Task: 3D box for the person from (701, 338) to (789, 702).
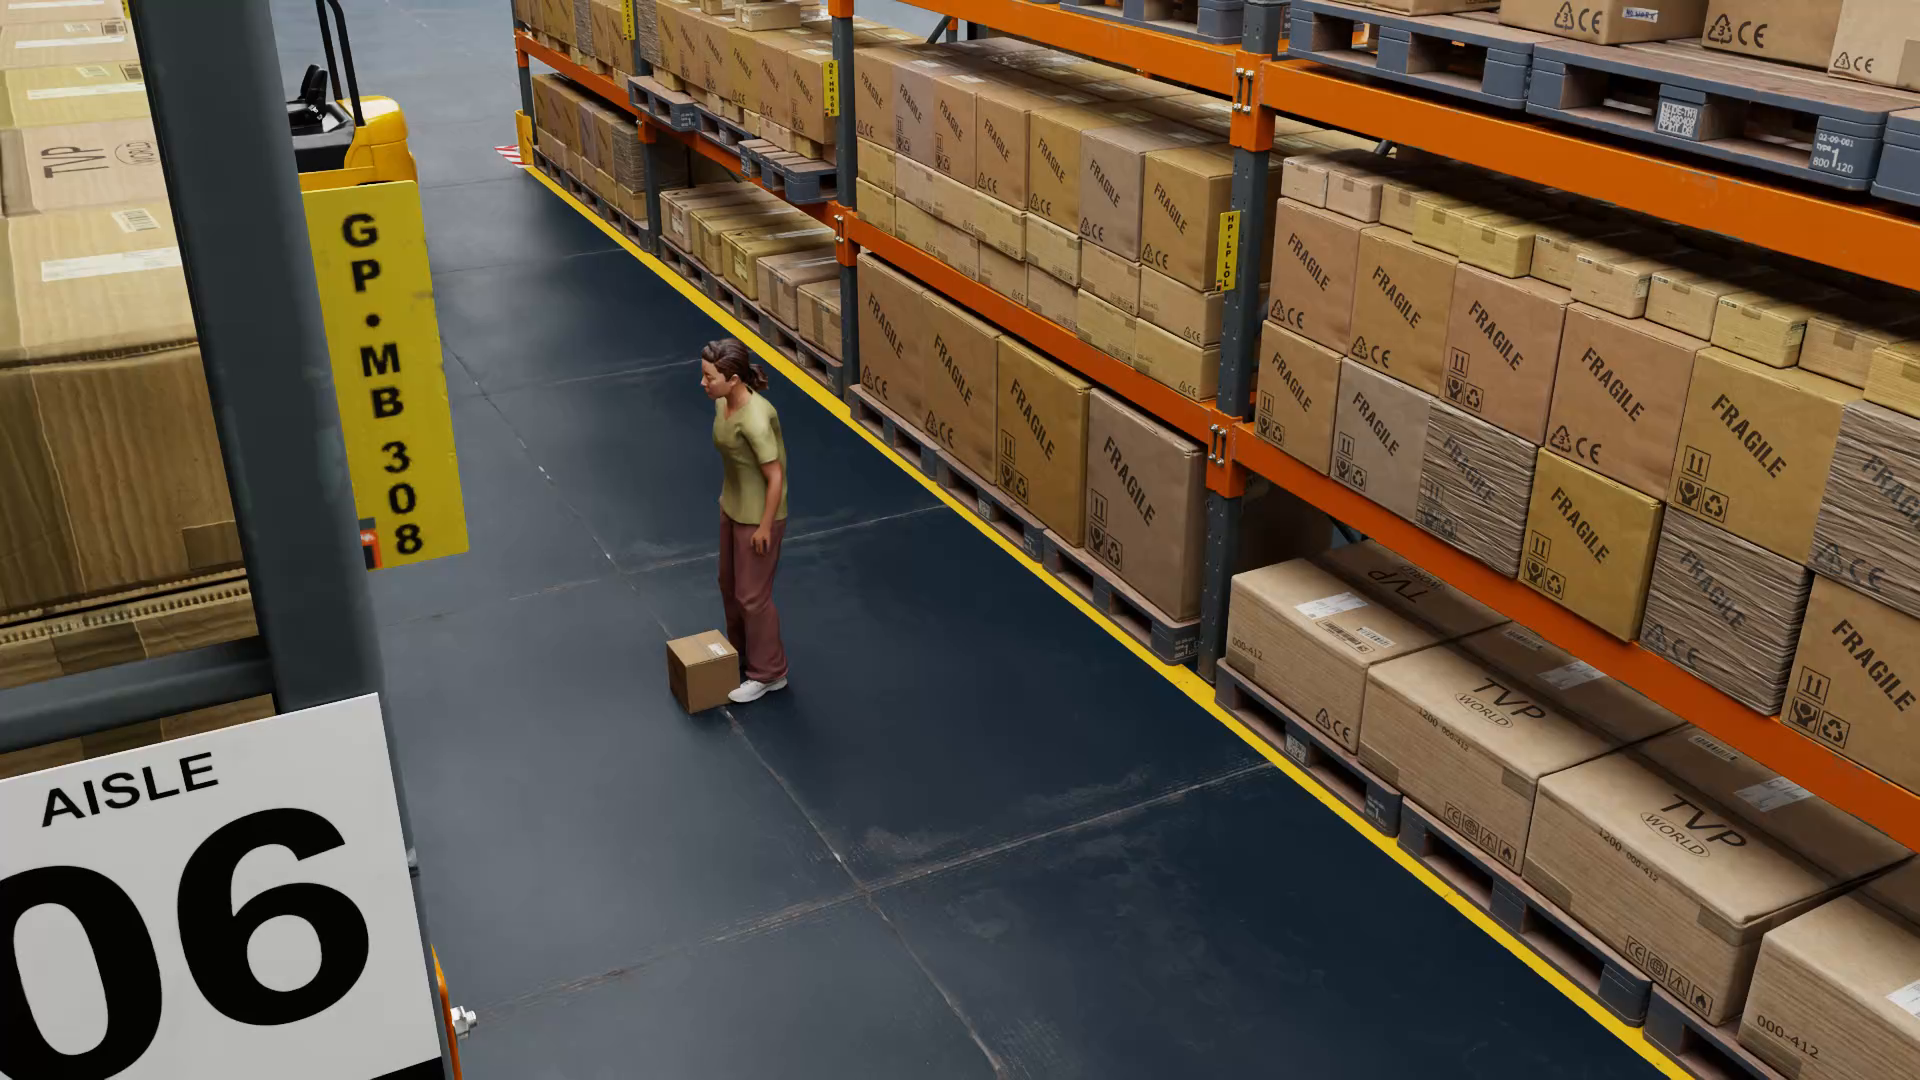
[{"bbox_3d":[-0.948,-0.103,7.327,0.365,1.672,0.498,-13,28,-25],"label":"person"}]
